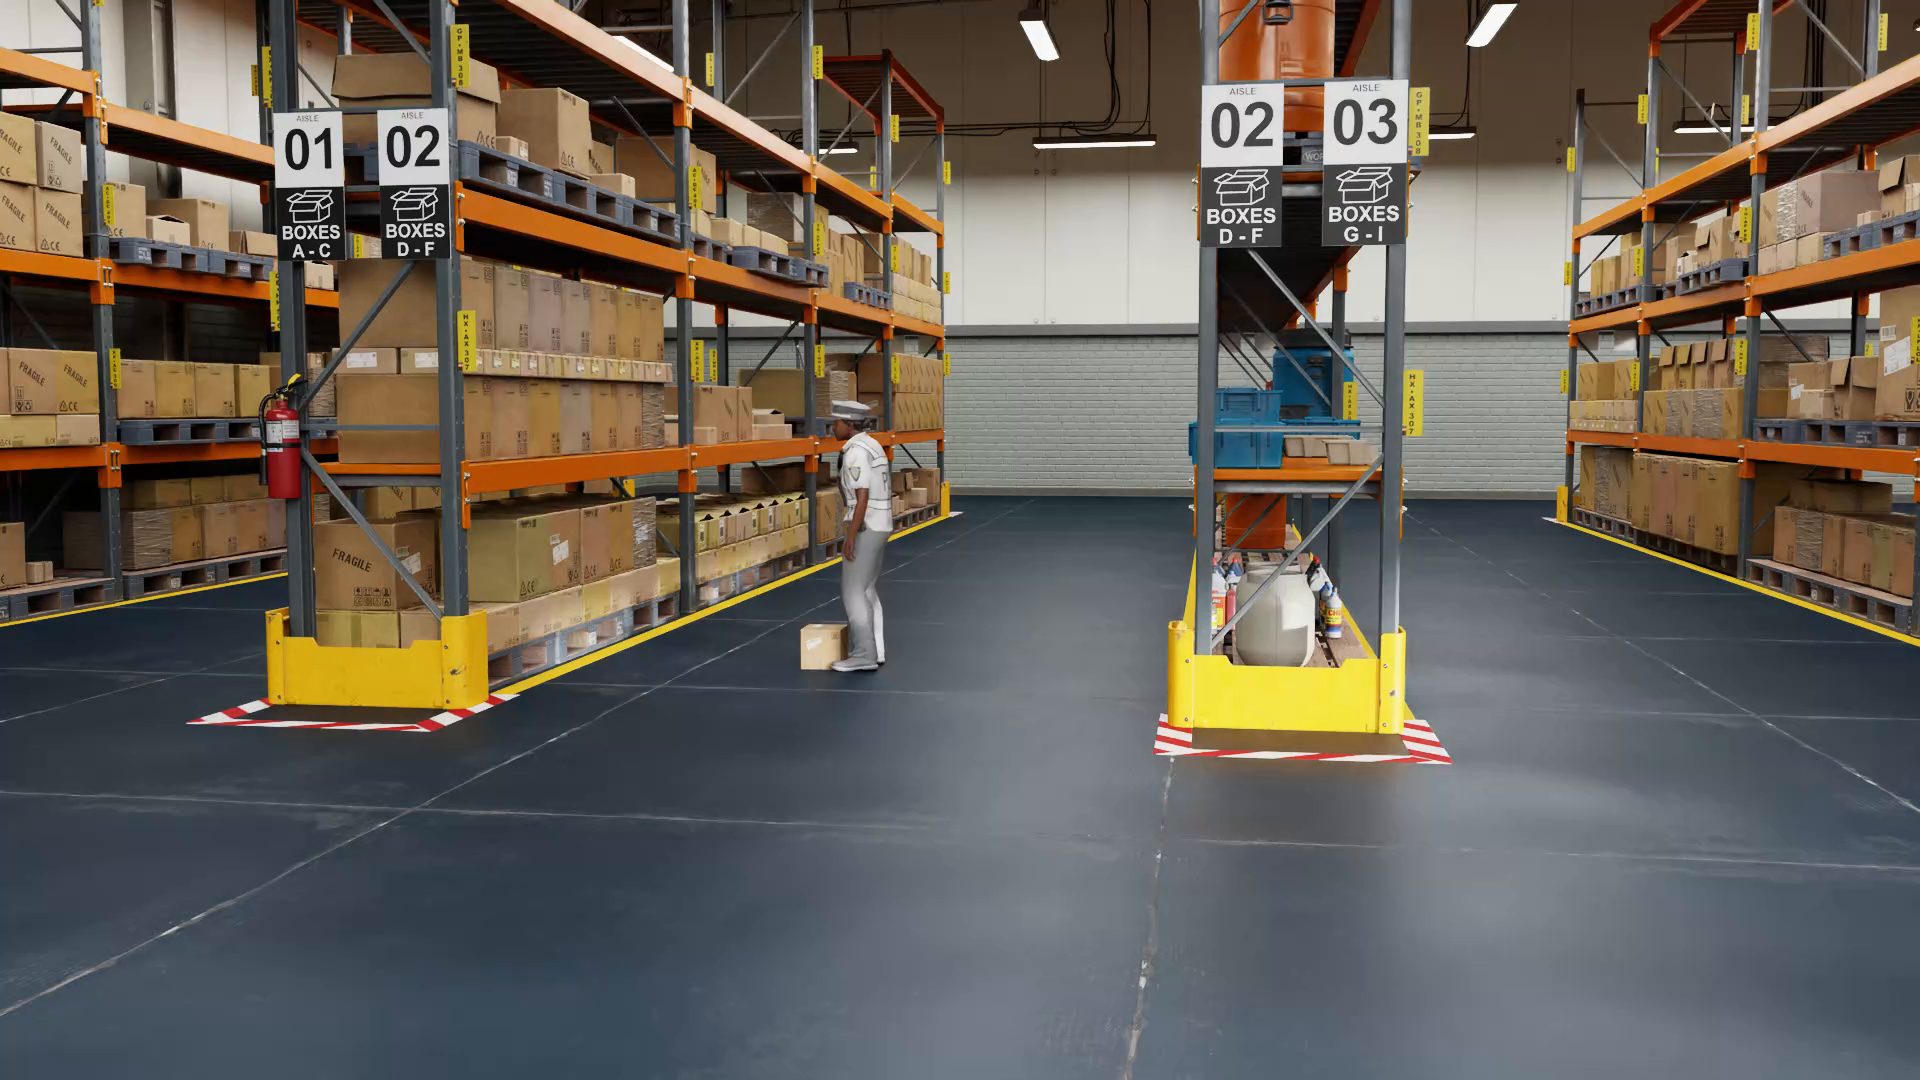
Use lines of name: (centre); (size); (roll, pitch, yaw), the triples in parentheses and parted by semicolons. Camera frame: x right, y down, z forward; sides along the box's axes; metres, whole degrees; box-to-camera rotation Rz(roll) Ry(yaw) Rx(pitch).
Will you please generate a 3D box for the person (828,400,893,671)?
person: (-0.614, -0.034, 10.301); (0.391, 1.664, 0.532); (0, 5, 6)
